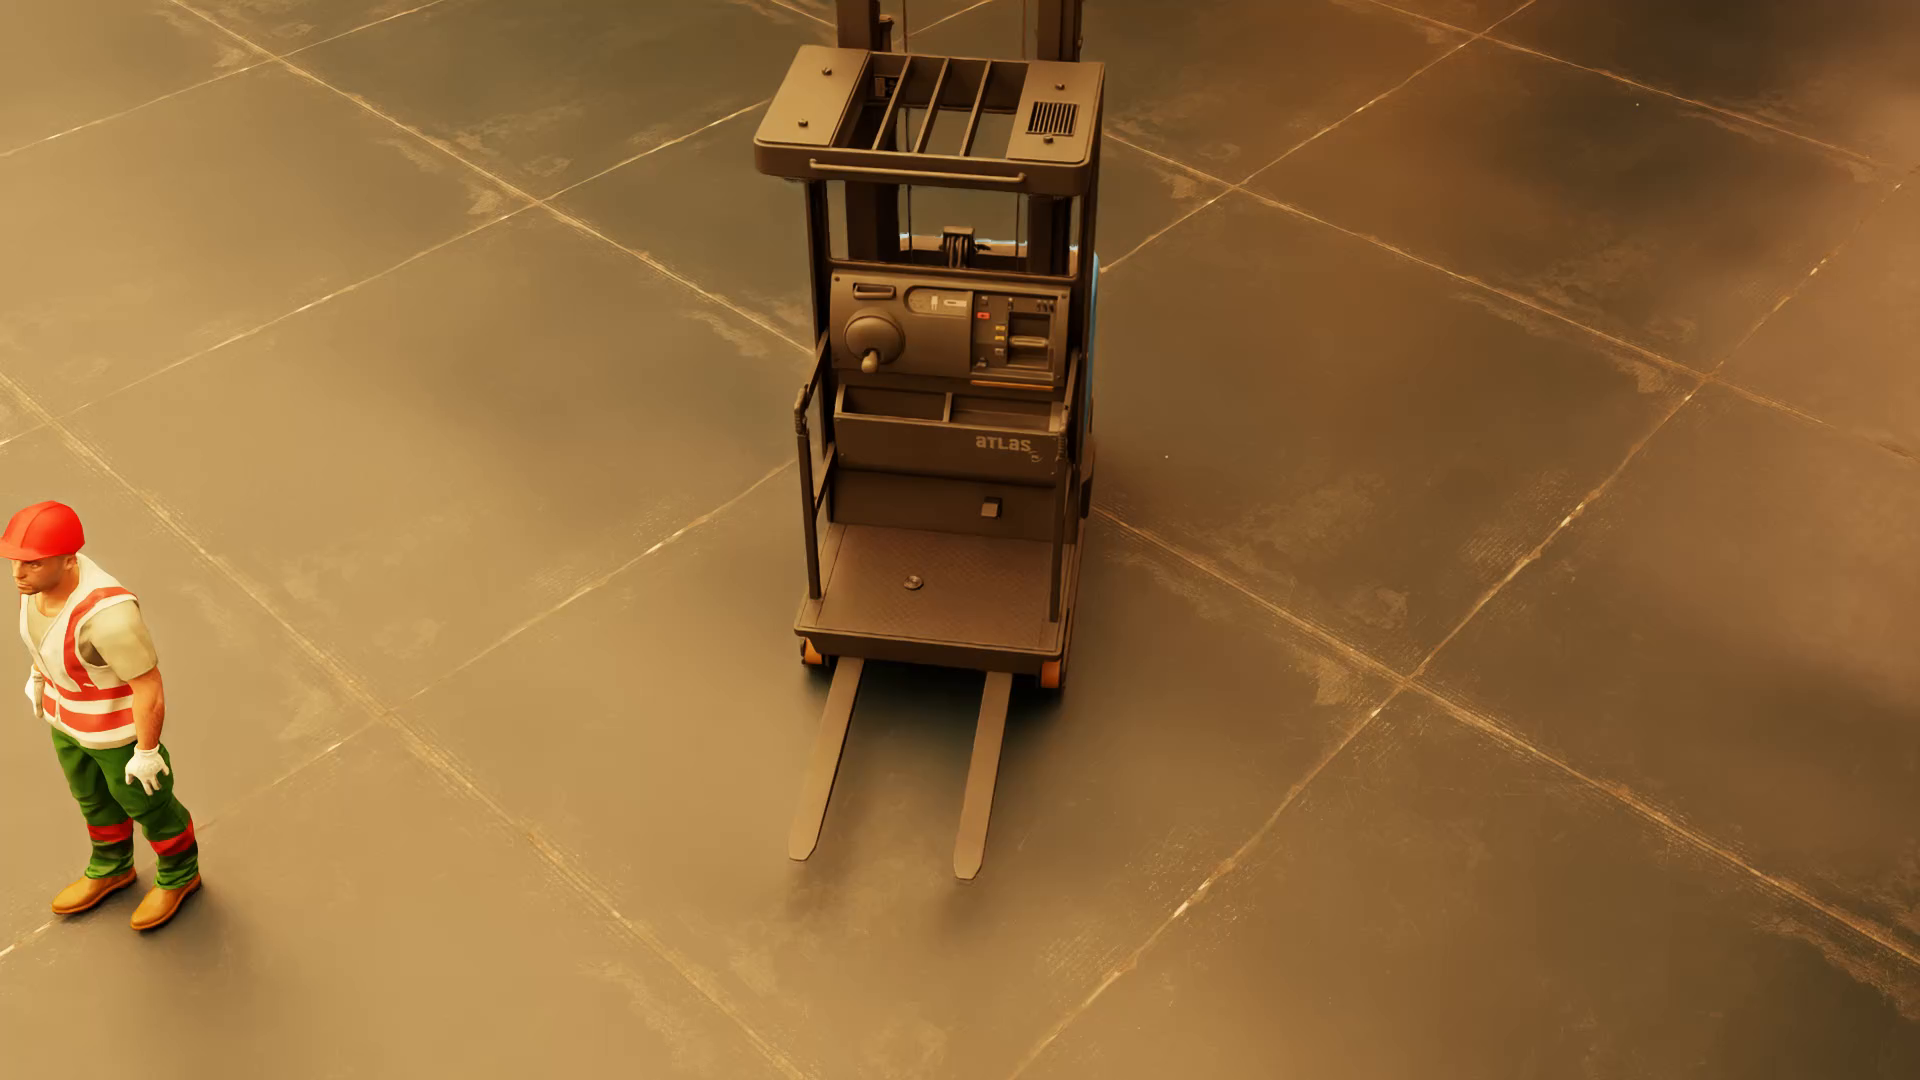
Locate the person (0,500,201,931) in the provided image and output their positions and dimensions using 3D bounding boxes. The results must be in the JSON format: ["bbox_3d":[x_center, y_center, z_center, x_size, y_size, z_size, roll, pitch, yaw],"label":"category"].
[{"bbox_3d":[-2.927,0.637,5.552,0.638,1.787,0.564,24,46,25],"label":"person"}]

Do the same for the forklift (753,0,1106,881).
[{"bbox_3d":[-0.071,-0.738,6.289,1.130,2.935,3.031,5,41,6],"label":"forklift"}]
